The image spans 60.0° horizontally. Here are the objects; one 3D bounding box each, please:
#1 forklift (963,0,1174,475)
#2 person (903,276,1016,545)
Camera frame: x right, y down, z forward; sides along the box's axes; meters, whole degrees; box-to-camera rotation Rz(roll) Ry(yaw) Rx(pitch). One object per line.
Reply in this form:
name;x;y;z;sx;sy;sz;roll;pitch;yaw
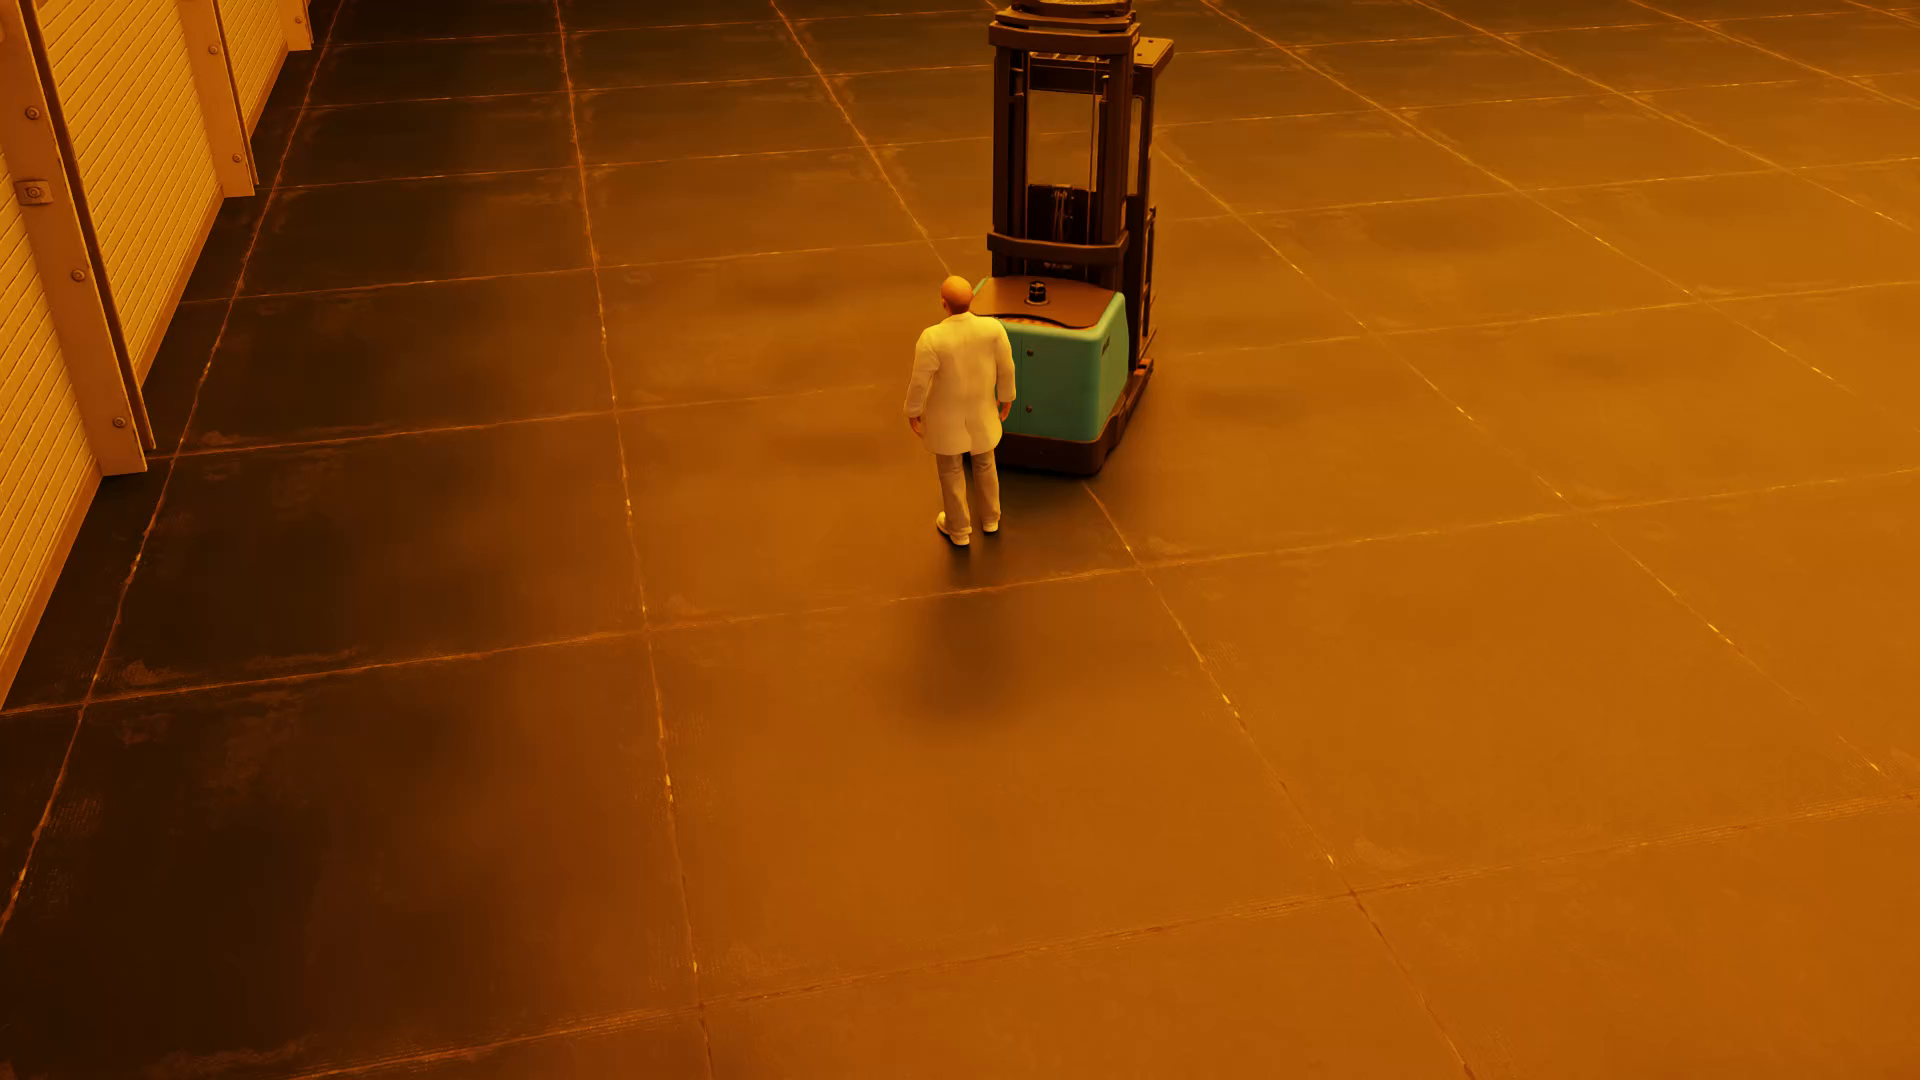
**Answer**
forklift;0.835;-2.430;11.773;1.130;2.935;3.031;9;31;15
person;-0.018;-0.821;10.129;0.698;1.777;0.578;-7;31;-12
